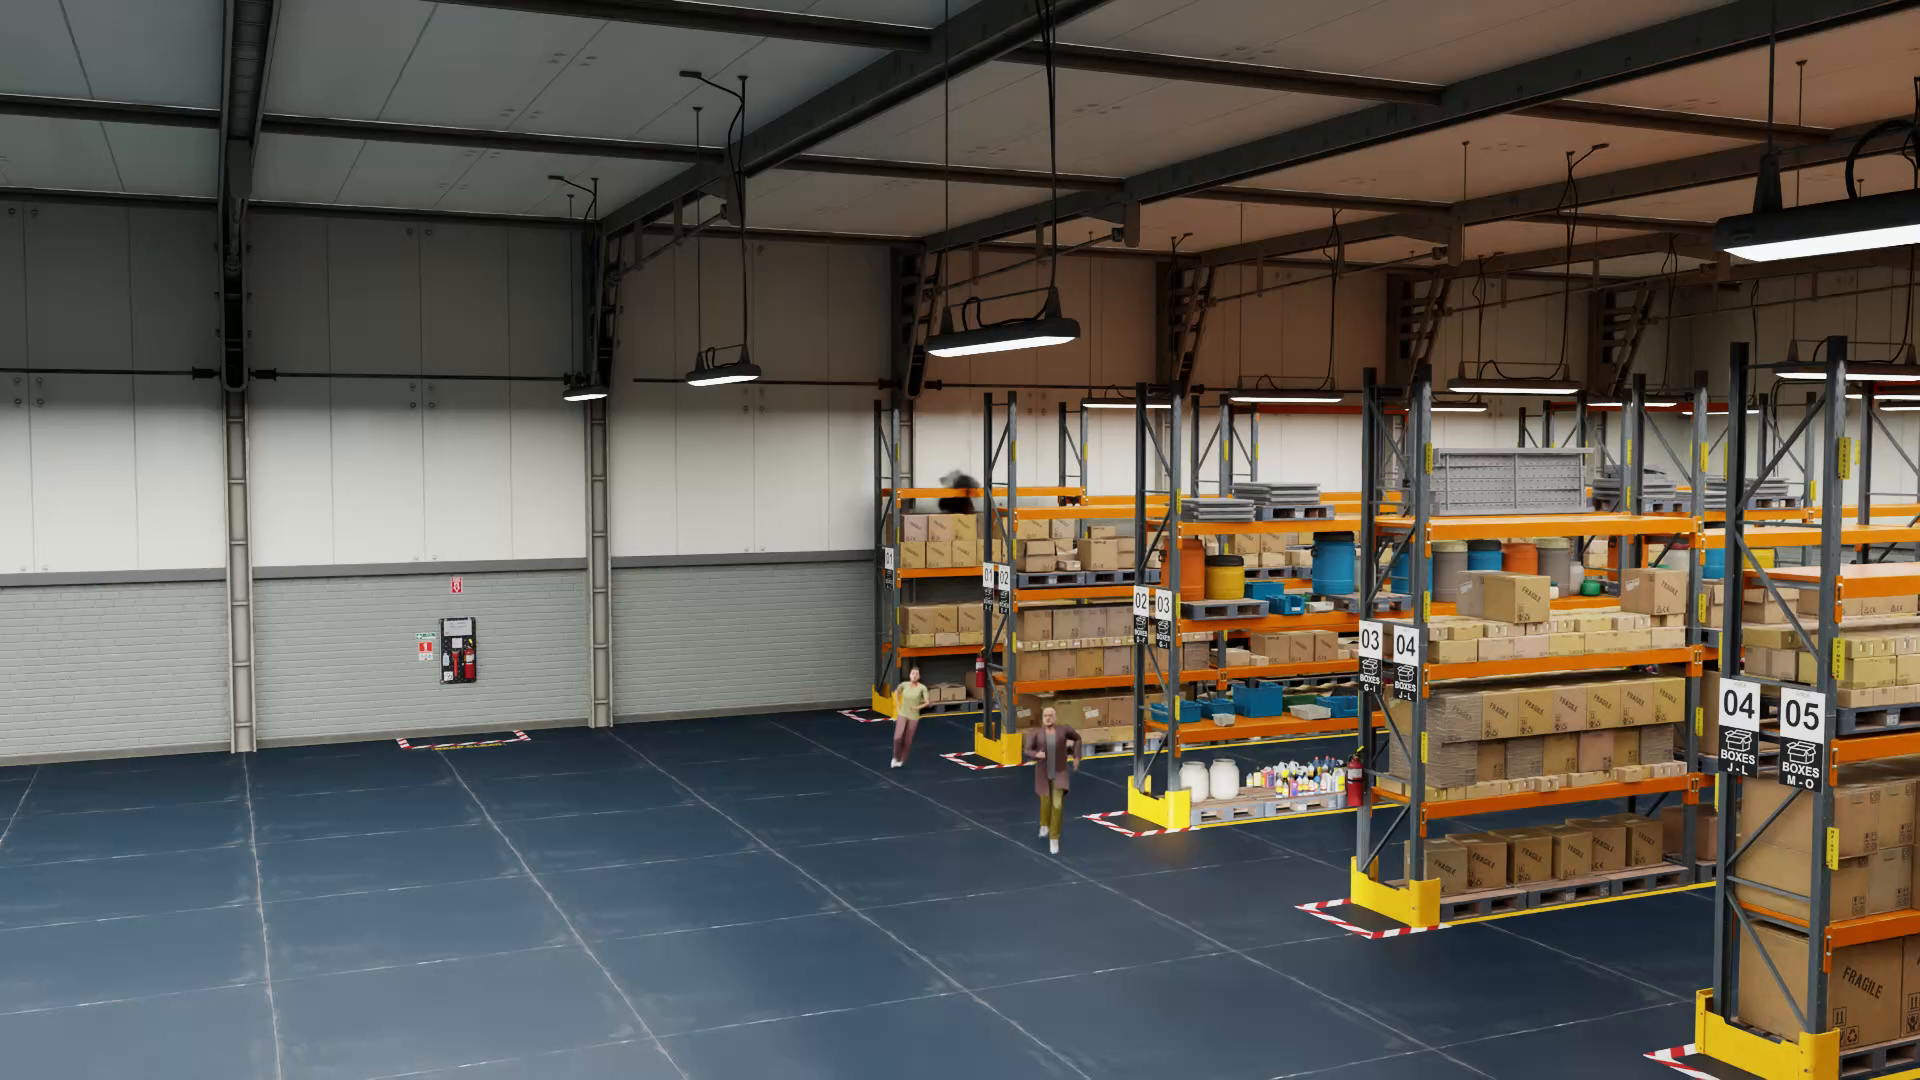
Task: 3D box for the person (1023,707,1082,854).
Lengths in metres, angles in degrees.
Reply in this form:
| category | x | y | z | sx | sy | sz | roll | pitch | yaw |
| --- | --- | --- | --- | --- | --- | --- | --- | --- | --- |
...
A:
| category | x | y | z | sx | sy | sz | roll | pitch | yaw |
| --- | --- | --- | --- | --- | --- | --- | --- | --- | --- |
| person | 1.190 | 3.044 | 21.293 | 0.728 | 1.837 | 0.982 | 1 | 3 | 10 |

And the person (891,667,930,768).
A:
| category | x | y | z | sx | sy | sz | roll | pitch | yaw |
| --- | --- | --- | --- | --- | --- | --- | --- | --- | --- |
| person | -0.786 | 2.797 | 26.225 | 0.626 | 1.621 | 0.566 | 0 | 3 | 5 |
